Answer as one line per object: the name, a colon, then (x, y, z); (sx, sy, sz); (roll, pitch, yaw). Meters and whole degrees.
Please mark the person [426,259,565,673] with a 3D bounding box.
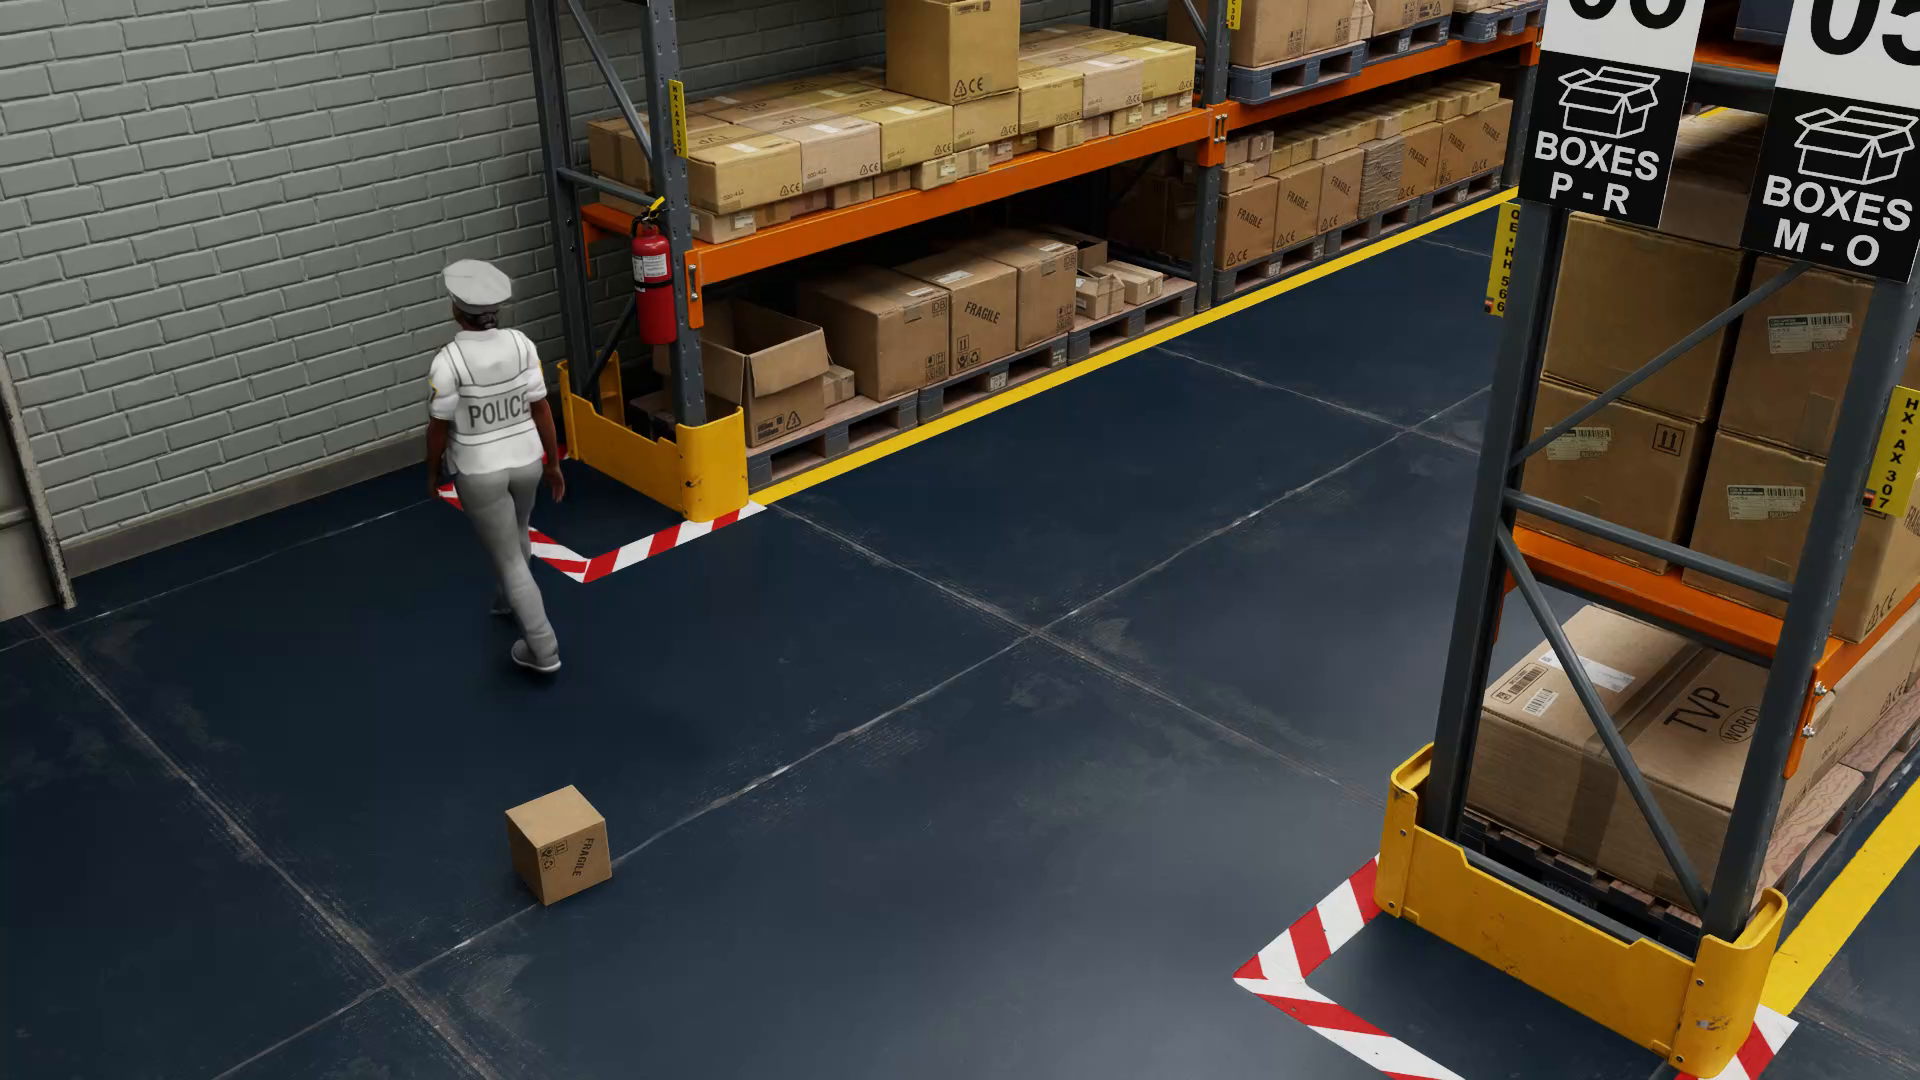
person: (-1.889, -0.289, 6.660); (0.470, 1.726, 0.787); (-24, 36, -38)
